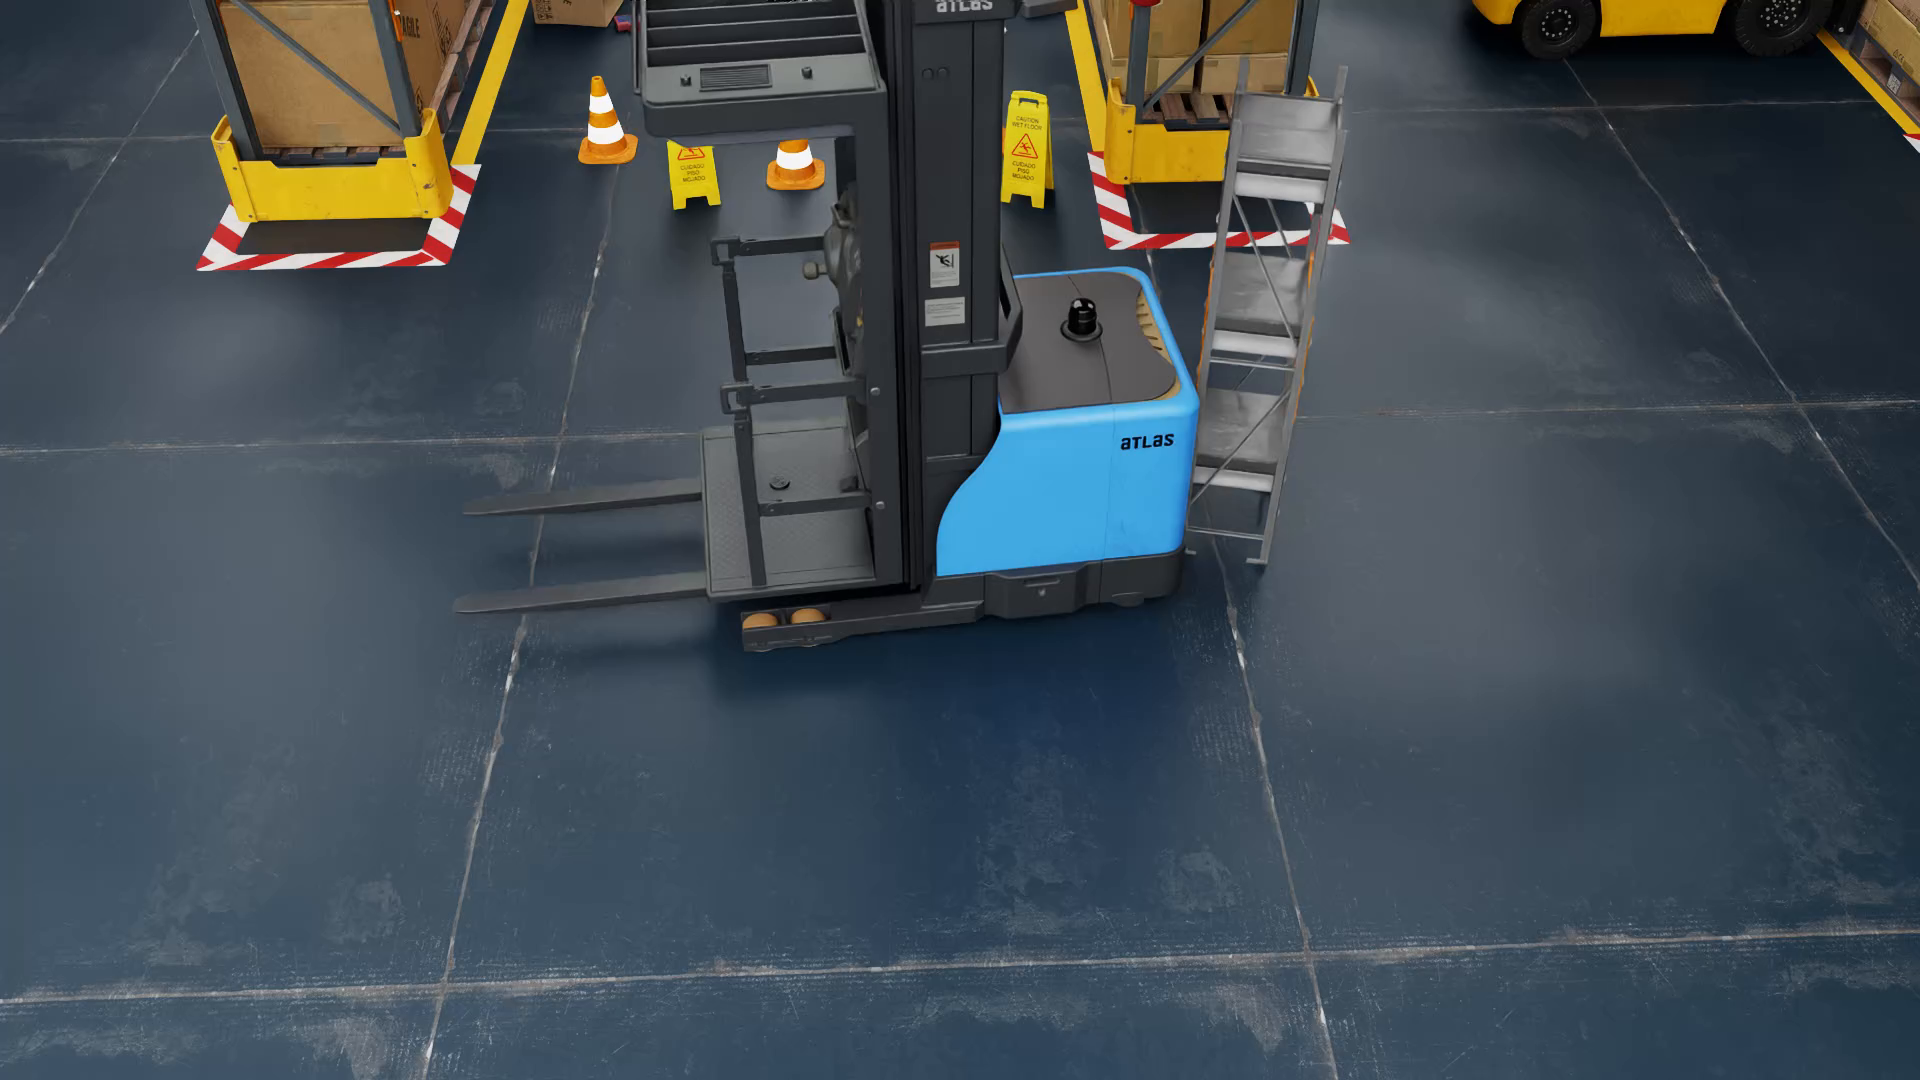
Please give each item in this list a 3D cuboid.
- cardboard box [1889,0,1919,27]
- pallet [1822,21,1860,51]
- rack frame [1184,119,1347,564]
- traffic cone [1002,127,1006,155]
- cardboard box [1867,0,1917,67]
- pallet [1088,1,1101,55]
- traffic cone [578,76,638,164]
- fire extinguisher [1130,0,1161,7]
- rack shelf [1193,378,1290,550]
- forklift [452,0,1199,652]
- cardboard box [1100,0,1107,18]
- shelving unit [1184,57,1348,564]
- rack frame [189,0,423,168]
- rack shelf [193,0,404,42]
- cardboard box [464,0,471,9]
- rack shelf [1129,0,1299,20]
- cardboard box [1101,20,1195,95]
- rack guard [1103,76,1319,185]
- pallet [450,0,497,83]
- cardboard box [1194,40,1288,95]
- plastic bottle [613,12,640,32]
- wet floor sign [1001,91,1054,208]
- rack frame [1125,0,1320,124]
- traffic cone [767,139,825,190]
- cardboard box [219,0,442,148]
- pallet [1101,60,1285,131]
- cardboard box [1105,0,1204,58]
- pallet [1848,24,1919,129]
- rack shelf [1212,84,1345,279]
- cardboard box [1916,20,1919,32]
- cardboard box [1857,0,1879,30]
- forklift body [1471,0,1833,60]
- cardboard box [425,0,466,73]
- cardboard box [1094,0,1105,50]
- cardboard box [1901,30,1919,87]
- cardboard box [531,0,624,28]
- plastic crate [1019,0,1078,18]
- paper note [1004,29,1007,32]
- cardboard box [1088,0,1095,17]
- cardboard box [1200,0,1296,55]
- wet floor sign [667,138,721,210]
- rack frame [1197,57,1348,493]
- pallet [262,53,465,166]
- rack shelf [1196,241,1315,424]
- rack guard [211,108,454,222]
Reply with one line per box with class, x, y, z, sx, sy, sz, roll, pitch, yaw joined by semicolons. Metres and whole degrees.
cardboard box;6.058;-3.379;10.220;0.500;0.250;0.500;-2;43;-2
pallet;6.279;-3.703;11.284;1.003;0.211;1.213;-2;43;-2
rack frame;1.159;-0.696;6.602;0.400;2.100;0.015;7;43;7
traffic cone;0.136;-2.568;9.859;0.336;0.463;0.334;-2;43;-2
cardboard box;6.055;-3.180;10.373;0.500;0.250;0.500;-2;43;-2
pallet;1.392;-3.644;11.219;1.003;0.211;1.213;-2;43;-2
traffic cone;-2.102;-2.503;9.788;0.336;0.463;0.334;-2;43;-2
fire extinguisher;0.987;-3.131;8.652;0.296;0.674;0.183;-2;43;-2
rack shelf;1.195;-0.333;7.262;0.431;0.518;0.480;7;43;7
forklift;-0.616;-0.999;6.321;3.031;2.935;1.130;-6;43;-6
cardboard box;1.123;-3.553;10.225;0.500;0.500;0.500;0;43;0
shelving unit;1.202;-0.858;6.779;0.431;2.100;0.503;7;43;7
rack frame;-3.498;-3.039;8.496;1.000;3.000;0.127;-2;43;-2
rack shelf;-3.583;-4.124;10.212;1.077;0.370;4.000;-2;43;-2
cardboard box;-3.669;-4.076;10.889;0.875;0.875;0.875;-1;43;-1
rack shelf;1.358;-4.335;10.441;1.077;0.370;4.000;-2;43;-2
cardboard box;1.139;-2.945;10.117;0.500;0.250;0.500;-2;43;-2
rack guard;1.440;-2.379;9.626;1.175;0.500;0.348;-2;43;-2
pallet;-3.659;-3.371;10.921;1.003;0.211;1.213;-2;43;-2
cardboard box;1.685;-2.943;10.115;0.500;0.250;0.500;-2;43;-2
plastic bottle;-2.170;-3.482;11.153;0.283;0.061;0.133;-16;45;-16
wet floor sign;0.382;-2.223;9.347;0.267;0.644;0.232;12;44;13
rack frame;1.443;-3.250;8.725;1.000;3.000;0.127;-2;43;-2
traffic cone;-0.959;-2.306;9.573;0.336;0.463;0.334;-2;43;-2
cardboard box;-3.593;-2.867;9.569;0.875;0.875;0.875;-1;43;-2
pallet;1.440;-2.822;10.323;1.003;0.211;1.213;-2;43;-2
cardboard box;1.148;-3.201;9.841;0.500;0.500;0.500;-1;43;-2
pallet;6.328;-2.882;10.387;1.003;0.211;1.213;-2;43;-2
rack shelf;1.209;-1.363;6.314;0.431;0.518;0.480;7;43;7
cardboard box;6.069;-3.040;9.850;0.500;0.250;0.500;-2;43;-2
cardboard box;6.042;-3.518;10.742;0.500;0.250;0.500;-1;43;-1
forklift body;4.499;-4.310;10.509;2.313;2.155;1.214;-2;43;-2
cardboard box;-3.633;-3.461;10.217;0.875;0.875;0.875;-2;43;-2
cardboard box;1.126;-3.279;10.481;0.500;0.250;0.500;-1;43;-2
cardboard box;6.066;-2.844;10.007;0.500;0.250;0.500;-1;43;-1
cardboard box;-2.577;-3.801;11.174;0.500;0.500;0.500;5;43;6
plastic crate;0.520;-3.790;11.476;0.402;0.080;0.583;-16;45;-16
paper note;0.228;-3.412;11.100;0.142;0.019;0.148;-16;45;-16
cardboard box;1.098;-3.632;10.866;0.500;0.250;0.500;-3;43;-3
cardboard box;1.683;-3.236;9.879;0.500;0.500;0.500;-3;43;-3
wet floor sign;-1.519;-2.209;9.332;0.267;0.644;0.232;-8;43;-9
rack frame;1.245;-1.021;6.956;0.400;2.100;0.015;7;43;7
pallet;-3.611;-2.549;10.024;1.003;0.211;1.213;-2;43;-2
rack shelf;1.202;-0.848;6.788;0.431;0.518;0.480;7;43;7
rack guard;-3.497;-2.102;9.323;1.175;0.500;0.348;-2;43;-2
